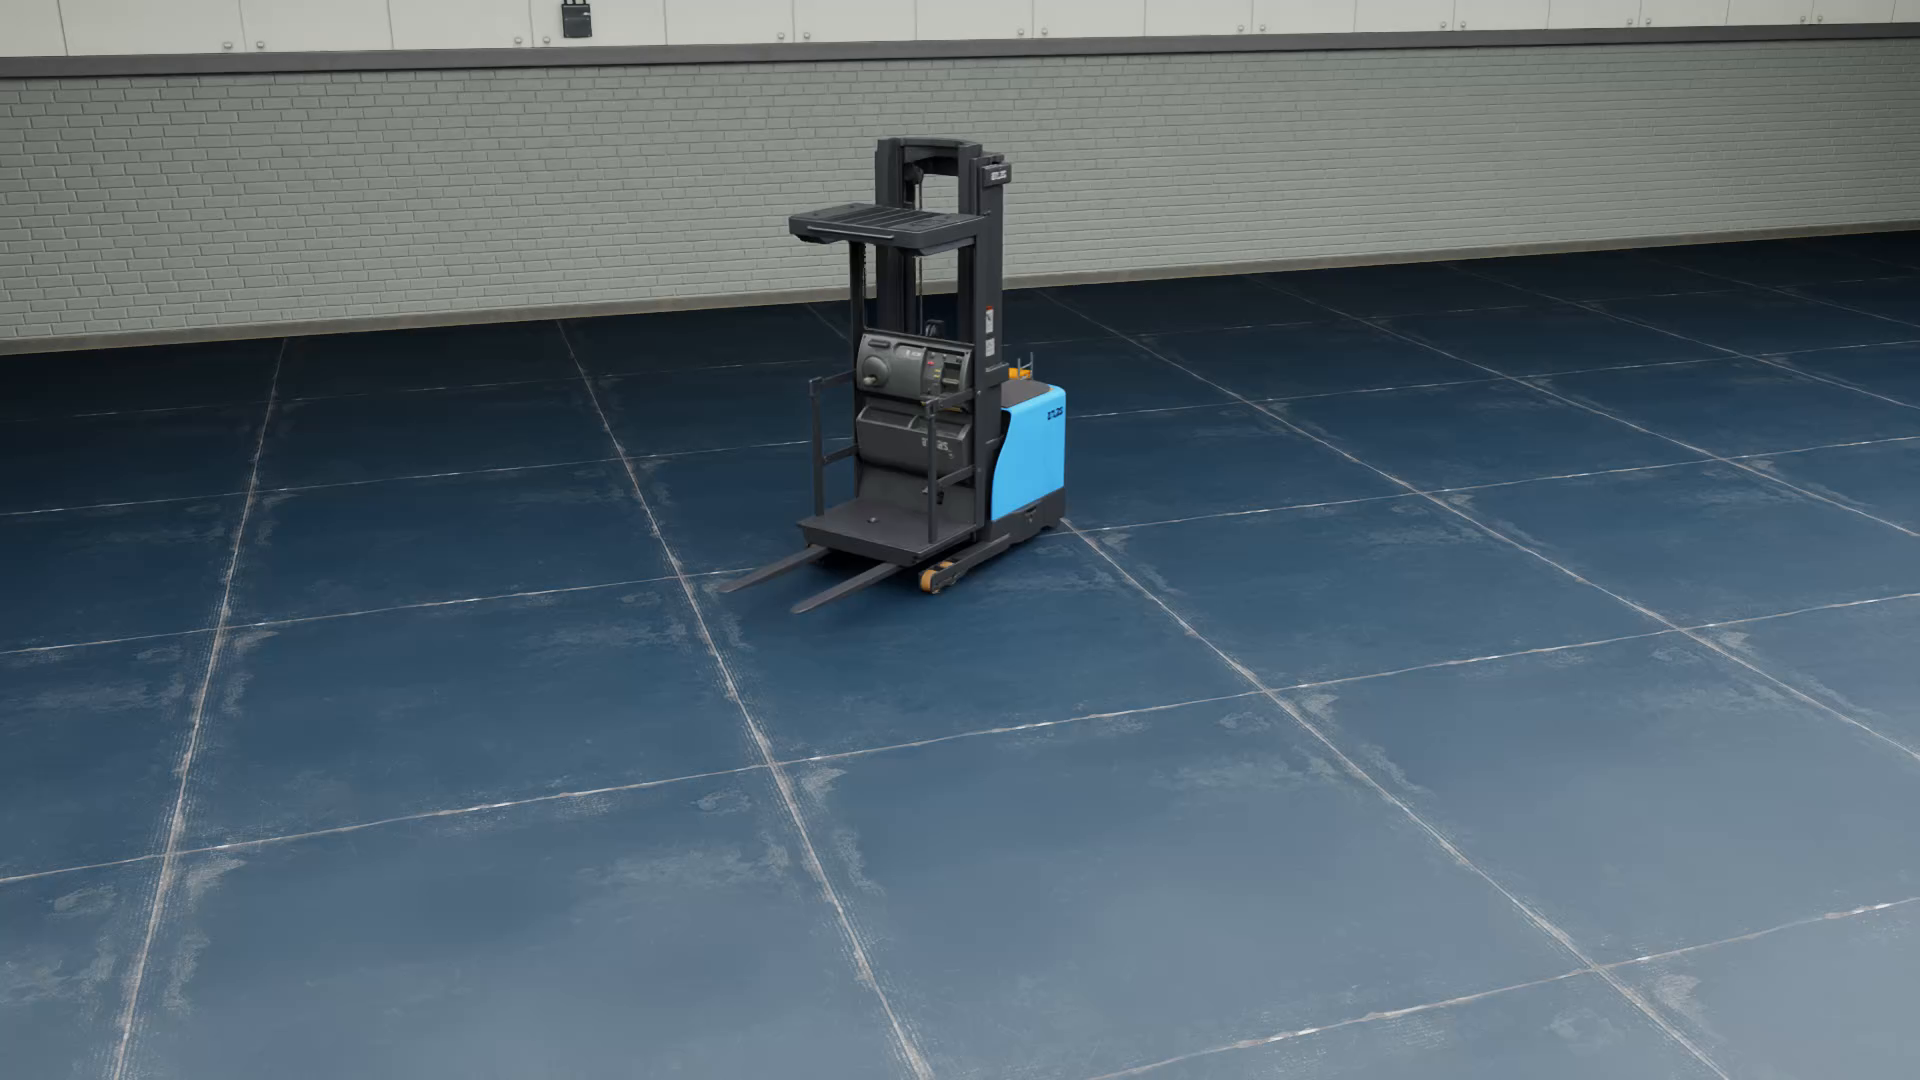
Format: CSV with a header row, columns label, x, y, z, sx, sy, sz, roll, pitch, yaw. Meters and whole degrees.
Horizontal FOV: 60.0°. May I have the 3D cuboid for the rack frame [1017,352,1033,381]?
label,x,y,z,sx,sy,sz,roll,pitch,yaw
rack frame,0.506,-0.857,13.024,0.015,1.200,0.240,10,23,27

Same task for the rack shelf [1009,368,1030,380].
label,x,y,z,sx,sy,sz,roll,pitch,yaw
rack shelf,0.290,-1.266,13.000,0.480,0.148,0.258,10,23,27

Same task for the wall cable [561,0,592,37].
label,x,y,z,sx,sy,sz,roll,pitch,yaw
wall cable,-3.354,-8.603,18.026,2.305,6.003,0.169,-6,21,-17

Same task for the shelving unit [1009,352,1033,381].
label,x,y,z,sx,sy,sz,roll,pitch,yaw
shelving unit,0.292,-0.896,13.134,0.503,1.200,0.258,10,23,27

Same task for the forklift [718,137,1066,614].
label,x,y,z,sx,sy,sz,roll,pitch,yaw
forklift,-0.444,-1.194,11.403,1.130,2.935,3.031,13,24,32
